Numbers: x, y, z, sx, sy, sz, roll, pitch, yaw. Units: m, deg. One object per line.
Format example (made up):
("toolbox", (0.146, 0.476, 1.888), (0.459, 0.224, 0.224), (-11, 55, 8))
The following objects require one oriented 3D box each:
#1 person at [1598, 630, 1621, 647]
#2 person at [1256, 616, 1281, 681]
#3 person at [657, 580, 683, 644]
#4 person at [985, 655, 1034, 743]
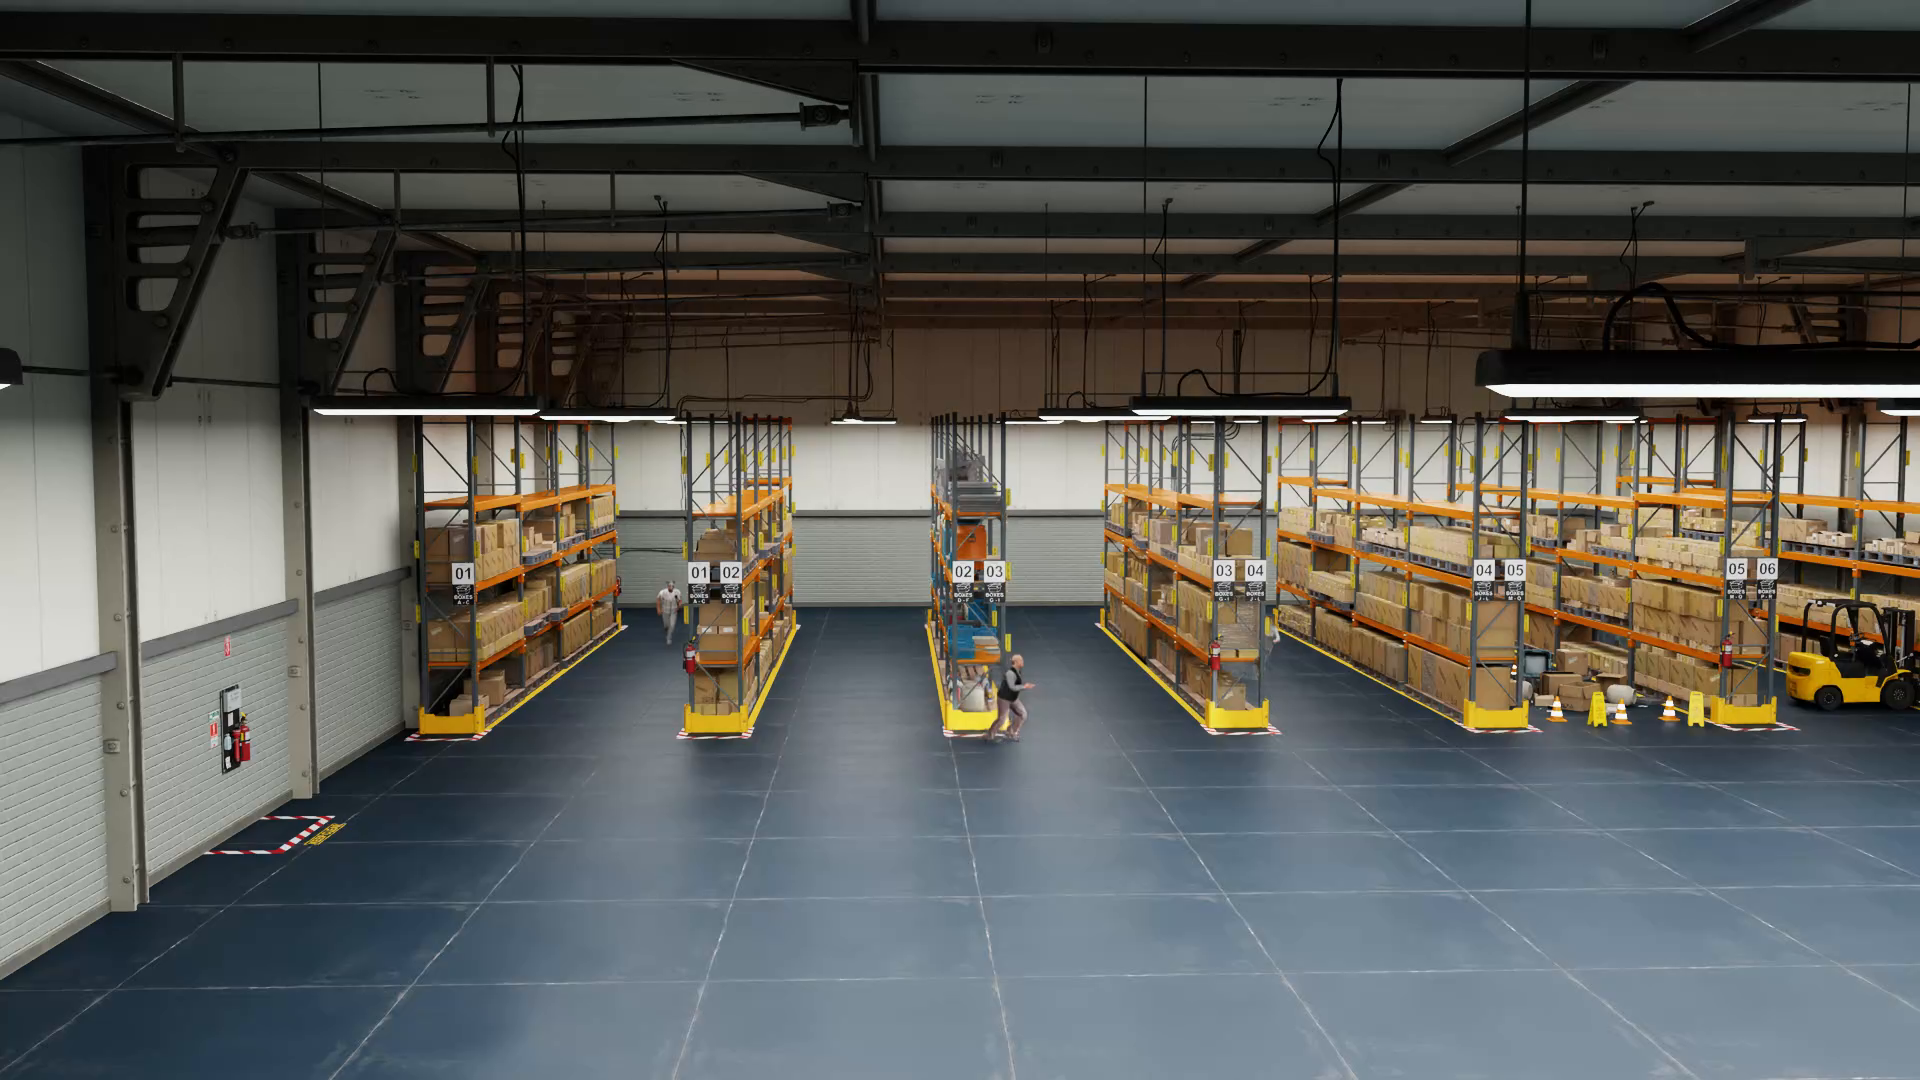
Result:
("person", (16.741, 1.936, 42.561), (0.687, 1.767, 0.927), (-1, 4, -11))
("person", (6.858, 2.417, 37.303), (0.543, 1.478, 0.954), (-1, 4, -10))
("person", (-7.666, 1.891, 43.934), (0.663, 1.709, 0.671), (-1, 4, -16))
("person", (0.898, 2.872, 29.889), (0.942, 1.627, 0.640), (2, 4, 23))
